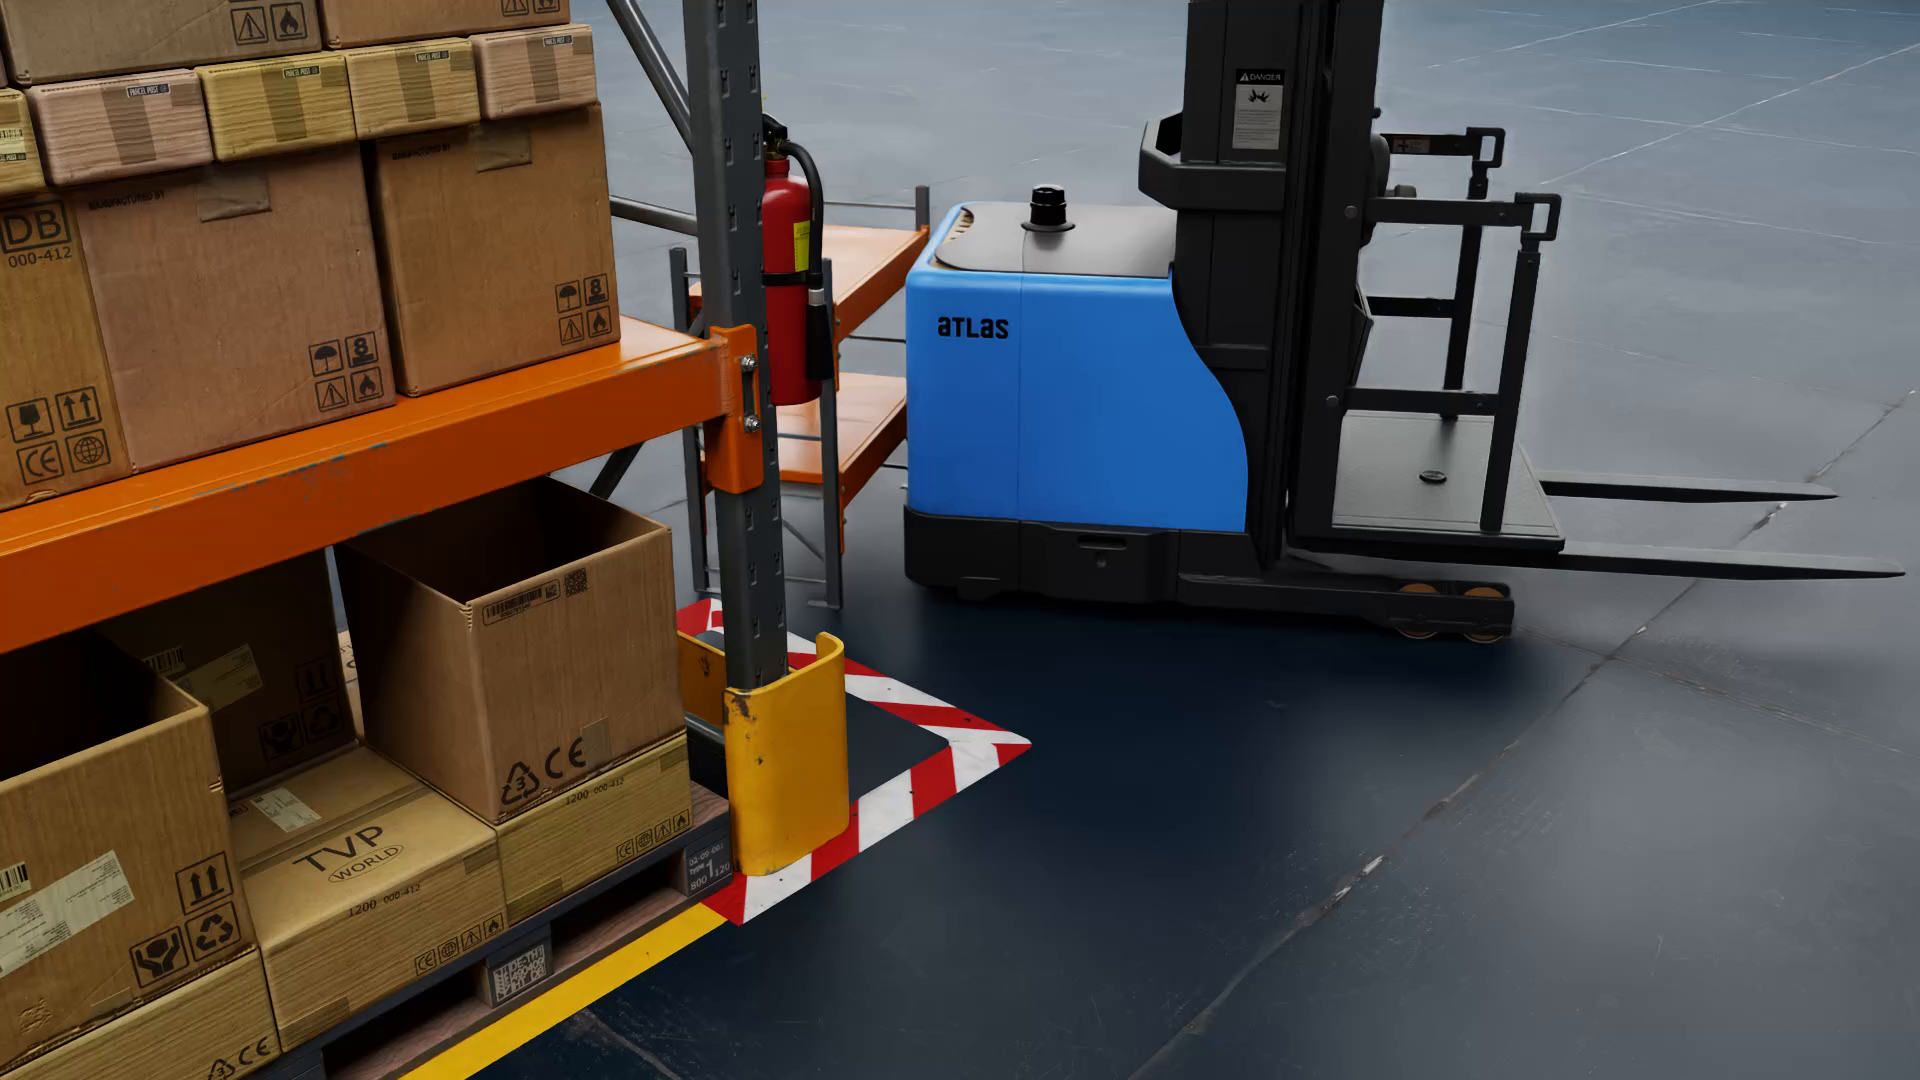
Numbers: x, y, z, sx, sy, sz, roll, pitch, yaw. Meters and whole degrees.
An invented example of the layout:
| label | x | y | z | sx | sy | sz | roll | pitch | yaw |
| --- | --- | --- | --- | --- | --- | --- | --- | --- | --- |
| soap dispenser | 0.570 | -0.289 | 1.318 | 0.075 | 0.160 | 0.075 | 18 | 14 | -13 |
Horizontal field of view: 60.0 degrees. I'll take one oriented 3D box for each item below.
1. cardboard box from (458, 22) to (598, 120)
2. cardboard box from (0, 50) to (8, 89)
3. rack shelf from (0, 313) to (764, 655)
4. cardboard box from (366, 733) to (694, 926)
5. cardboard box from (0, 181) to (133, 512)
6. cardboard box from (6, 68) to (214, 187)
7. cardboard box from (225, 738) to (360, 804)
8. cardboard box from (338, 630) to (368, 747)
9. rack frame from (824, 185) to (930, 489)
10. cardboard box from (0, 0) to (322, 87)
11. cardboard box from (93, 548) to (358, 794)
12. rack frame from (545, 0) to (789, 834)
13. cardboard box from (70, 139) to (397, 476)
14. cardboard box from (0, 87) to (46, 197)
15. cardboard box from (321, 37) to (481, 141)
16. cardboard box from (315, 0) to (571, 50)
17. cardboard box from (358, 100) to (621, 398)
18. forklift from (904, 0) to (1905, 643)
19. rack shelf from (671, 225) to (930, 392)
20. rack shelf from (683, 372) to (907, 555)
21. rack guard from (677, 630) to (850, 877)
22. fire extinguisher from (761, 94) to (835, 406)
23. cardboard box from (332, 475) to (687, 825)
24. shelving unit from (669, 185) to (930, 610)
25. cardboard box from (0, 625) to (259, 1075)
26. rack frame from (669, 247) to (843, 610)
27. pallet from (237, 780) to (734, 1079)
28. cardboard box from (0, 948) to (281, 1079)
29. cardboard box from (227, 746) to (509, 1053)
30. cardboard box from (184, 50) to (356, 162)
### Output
| label | x | y | z | sx | sy | sz | roll | pitch | yaw |
| --- | --- | --- | --- | --- | --- | --- | --- | --- | --- |
| cardboard box | -0.929 | -0.933 | 3.250 | 0.380 | 0.149 | 0.250 | 20 | 31 | 37 |
| cardboard box | -1.855 | -0.927 | 2.444 | 0.700 | 0.500 | 0.500 | 20 | 31 | 38 |
| rack shelf | -2.151 | 0.177 | 2.567 | 1.077 | 0.370 | 4.000 | 20 | 31 | 38 |
| cardboard box | -0.954 | 0.547 | 3.711 | 0.500 | 0.250 | 0.500 | 20 | 31 | 38 |
| cardboard box | -1.819 | -0.356 | 2.755 | 0.700 | 0.500 | 0.500 | 20 | 31 | 38 |
| cardboard box | -1.443 | -0.699 | 2.728 | 0.380 | 0.149 | 0.250 | 21 | 31 | 38 |
| cardboard box | -1.670 | 0.559 | 3.685 | 0.500 | 0.250 | 0.500 | 20 | 31 | 38 |
| cardboard box | -1.339 | 0.406 | 4.027 | 0.500 | 0.250 | 0.500 | 20 | 31 | 38 |
| rack frame | -0.350 | -0.728 | 5.998 | 0.500 | 1.125 | 0.032 | 6 | 25 | 14 |
| cardboard box | -1.519 | -1.081 | 2.787 | 0.700 | 0.500 | 0.500 | 19 | 30 | 36 |
| cardboard box | -1.672 | 0.216 | 3.532 | 0.500 | 0.500 | 0.500 | 20 | 31 | 38 |
| rack frame | -0.816 | -0.760 | 3.779 | 1.000 | 3.000 | 0.127 | 20 | 31 | 38 |
| cardboard box | -1.484 | -0.506 | 3.089 | 0.700 | 0.500 | 0.500 | 21 | 32 | 39 |
| cardboard box | -1.618 | -0.619 | 2.549 | 0.380 | 0.149 | 0.250 | 21 | 32 | 39 |
| cardboard box | -1.103 | -0.853 | 3.071 | 0.380 | 0.149 | 0.250 | 21 | 32 | 39 |
| cardboard box | -1.172 | -1.243 | 3.148 | 0.700 | 0.500 | 0.500 | 20 | 31 | 38 |
| cardboard box | -1.137 | -0.667 | 3.449 | 0.700 | 0.500 | 0.500 | 20 | 31 | 38 |
| forklift | 1.383 | -1.256 | 4.970 | 3.031 | 2.935 | 1.130 | 3 | 24 | 7 |
| rack shelf | -0.483 | -0.794 | 5.431 | 0.538 | 0.278 | 1.000 | 6 | 25 | 14 |
| rack shelf | -0.483 | -0.304 | 5.651 | 0.538 | 0.278 | 1.000 | 6 | 25 | 14 |
| rack guard | -0.800 | 0.373 | 4.307 | 1.175 | 0.500 | 0.348 | 20 | 31 | 38 |
| fire extinguisher | -0.391 | -0.634 | 3.592 | 0.296 | 0.674 | 0.183 | 20 | 31 | 38 |
| cardboard box | -0.952 | 0.205 | 3.557 | 0.500 | 0.500 | 0.500 | 20 | 31 | 38 |
| shelving unit | -0.483 | -0.527 | 5.551 | 0.538 | 1.125 | 1.048 | 6 | 25 | 14 |
| cardboard box | -1.609 | 0.514 | 2.868 | 0.500 | 0.500 | 0.500 | 20 | 31 | 38 |
| rack frame | -0.617 | -0.326 | 5.103 | 0.500 | 1.125 | 0.032 | 6 | 25 | 14 |
| pallet | -1.295 | 0.757 | 3.804 | 1.003 | 0.211 | 1.213 | 20 | 31 | 38 |
| cardboard box | -1.611 | 0.855 | 3.023 | 0.500 | 0.250 | 0.500 | 20 | 31 | 38 |
| cardboard box | -1.278 | 0.703 | 3.364 | 0.500 | 0.250 | 0.500 | 20 | 31 | 38 |
| cardboard box | -1.273 | -0.775 | 2.898 | 0.380 | 0.149 | 0.250 | 20 | 31 | 37 |
